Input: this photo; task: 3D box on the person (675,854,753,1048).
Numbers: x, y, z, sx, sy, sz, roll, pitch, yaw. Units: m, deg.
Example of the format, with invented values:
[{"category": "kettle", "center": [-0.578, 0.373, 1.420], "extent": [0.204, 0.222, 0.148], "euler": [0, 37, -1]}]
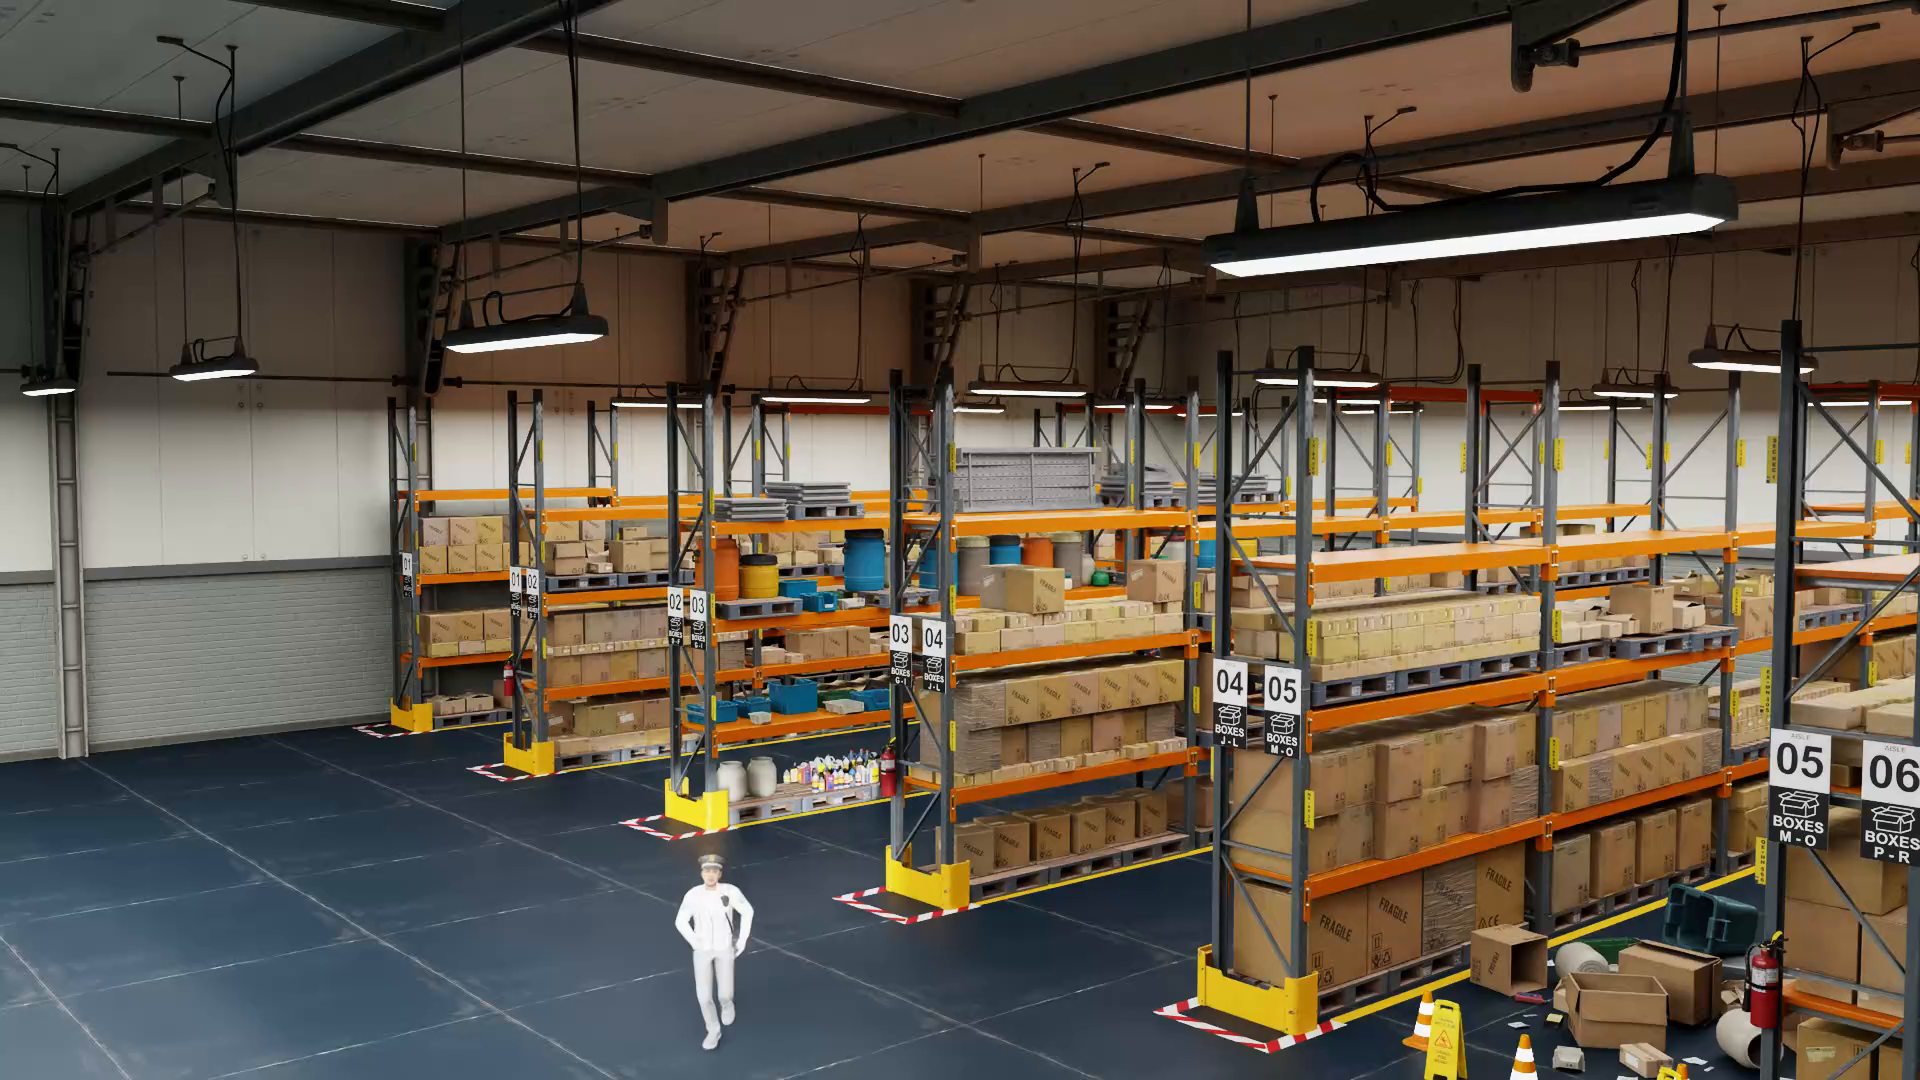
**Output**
[{"category": "person", "center": [-2.106, 3.506, 14.231], "extent": [0.658, 1.664, 0.561], "euler": [0, 3, -5]}]
